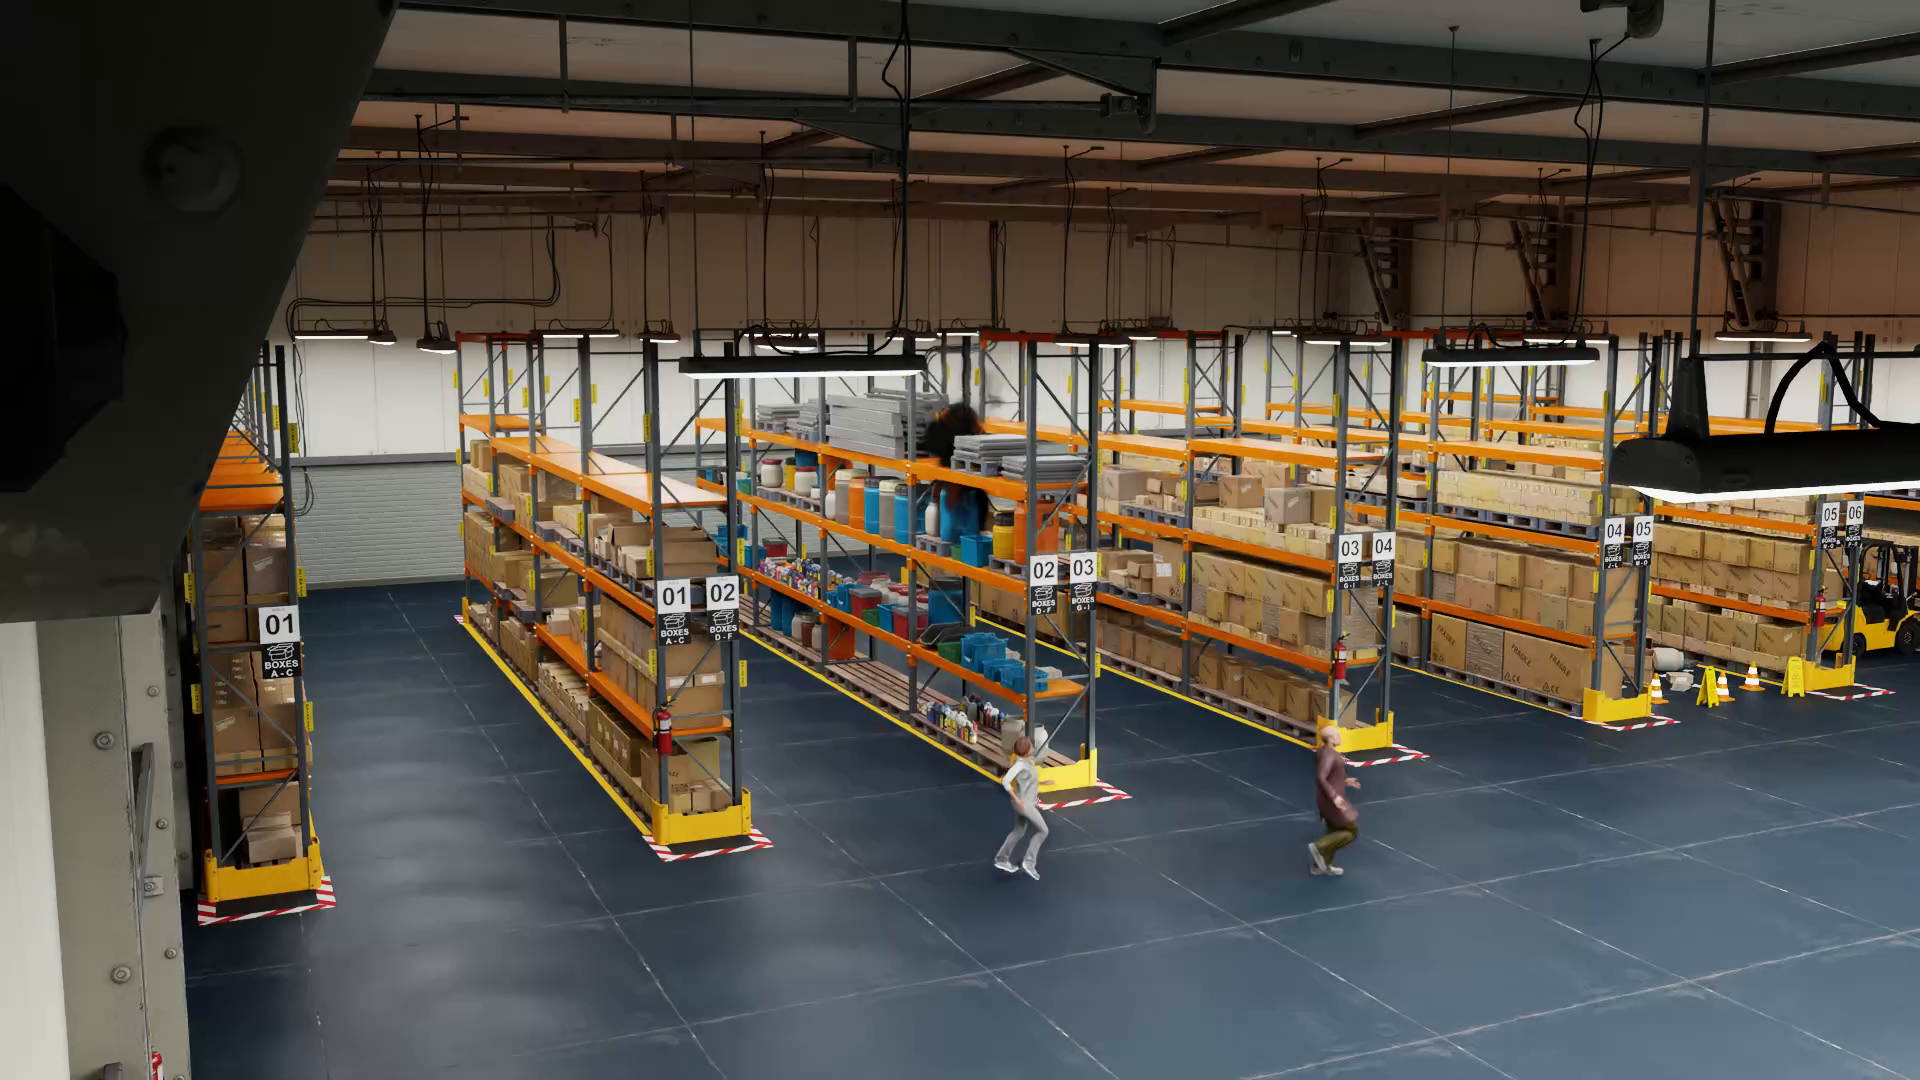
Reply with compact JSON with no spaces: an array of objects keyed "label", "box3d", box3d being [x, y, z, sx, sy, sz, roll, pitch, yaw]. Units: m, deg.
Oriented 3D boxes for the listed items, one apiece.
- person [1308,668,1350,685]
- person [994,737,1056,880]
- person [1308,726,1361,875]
[{"label":"person","box3d":[6.452,1.622,28.872,0.625,1.702,0.867,-5,9,-34]},{"label":"person","box3d":[0.732,3.023,18.758,0.691,1.625,0.505,0,8,1]},{"label":"person","box3d":[4.236,2.953,18.799,0.624,1.730,0.715,0,8,0]}]
